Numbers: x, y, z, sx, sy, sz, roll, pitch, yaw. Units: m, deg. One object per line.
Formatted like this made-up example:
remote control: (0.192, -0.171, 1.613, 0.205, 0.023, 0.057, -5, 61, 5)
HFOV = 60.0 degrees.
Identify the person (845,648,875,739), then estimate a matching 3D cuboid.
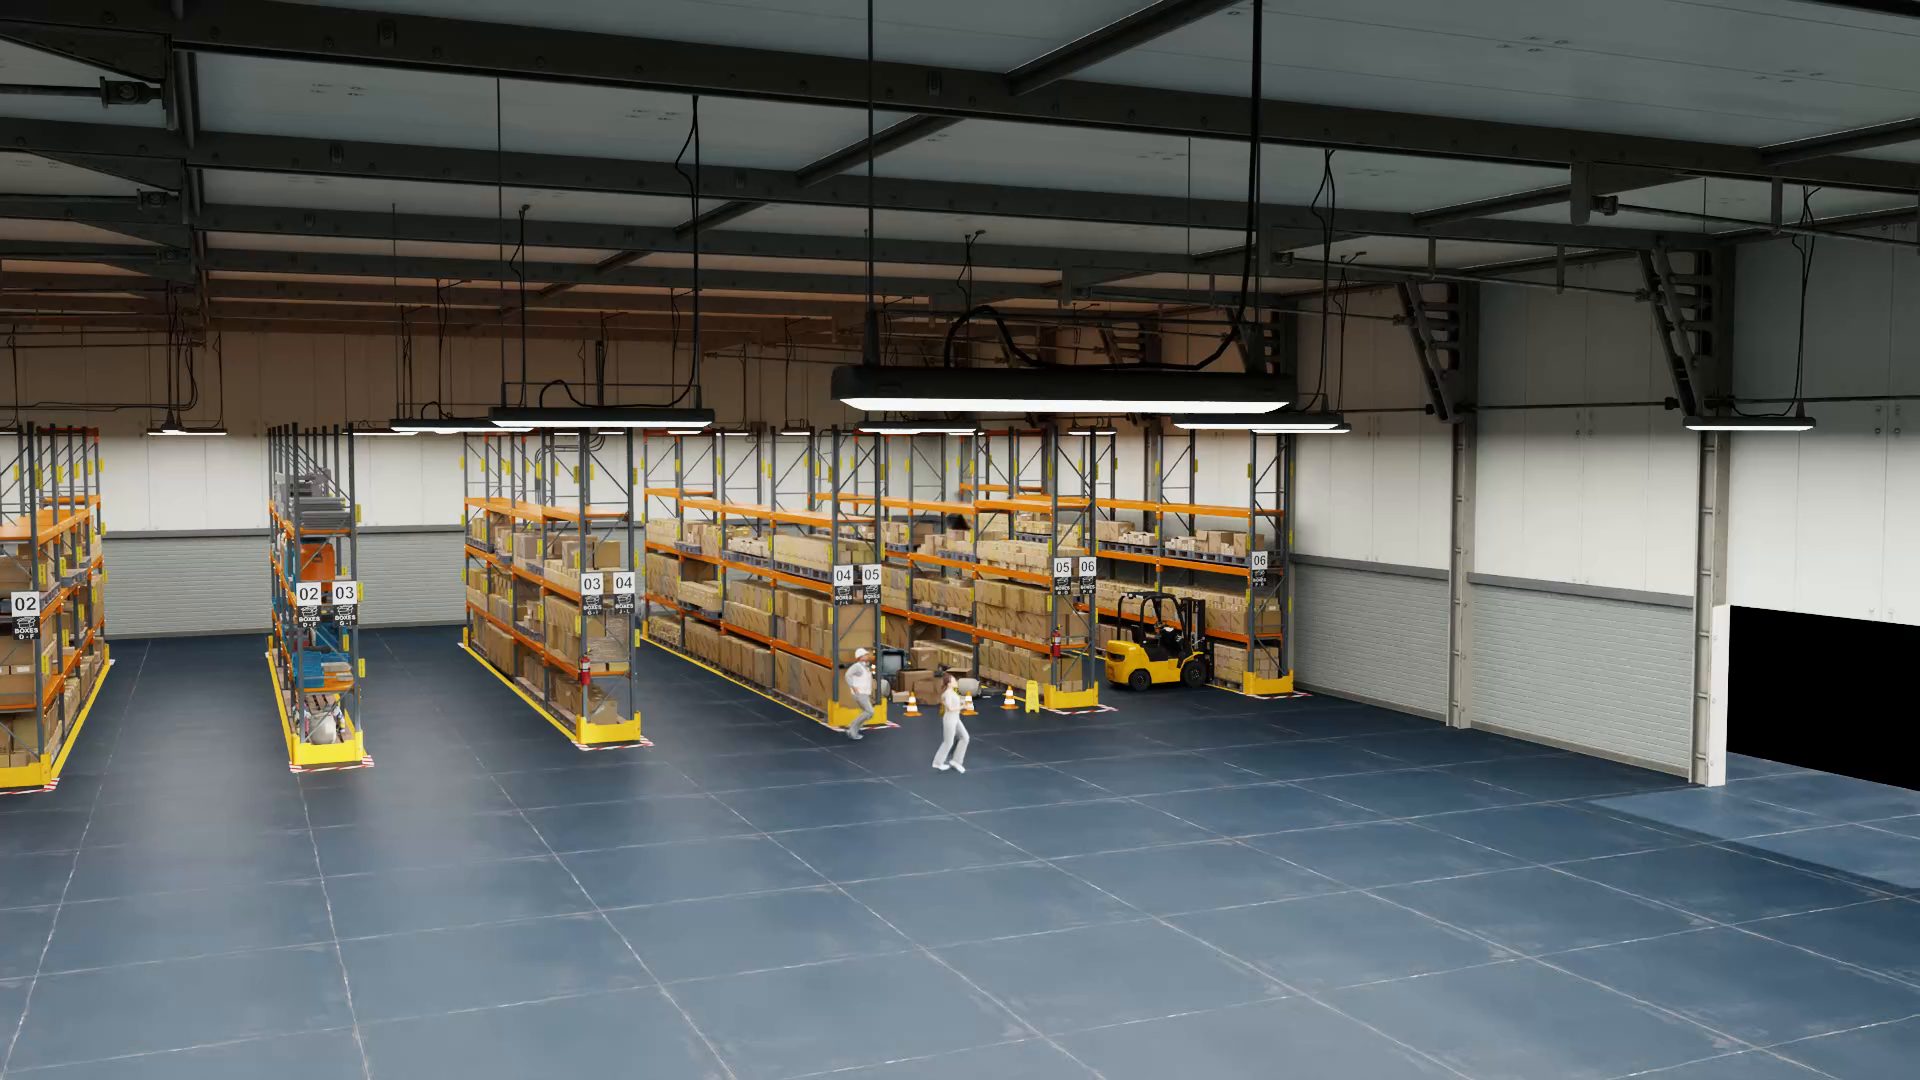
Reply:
person: (-1.852, 2.920, 31.721, 0.545, 1.700, 0.657, 1, 4, 15)

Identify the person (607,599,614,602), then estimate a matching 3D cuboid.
person: (-9.775, 2.101, 46.248, 0.618, 1.593, 0.559, 0, 4, -6)

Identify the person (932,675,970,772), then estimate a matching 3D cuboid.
person: (-0.137, 3.148, 28.479, 0.691, 1.705, 0.544, 1, 4, 13)

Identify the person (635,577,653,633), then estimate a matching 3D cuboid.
person: (-9.249, 1.882, 48.895, 0.629, 1.734, 0.692, -1, 4, -21)
